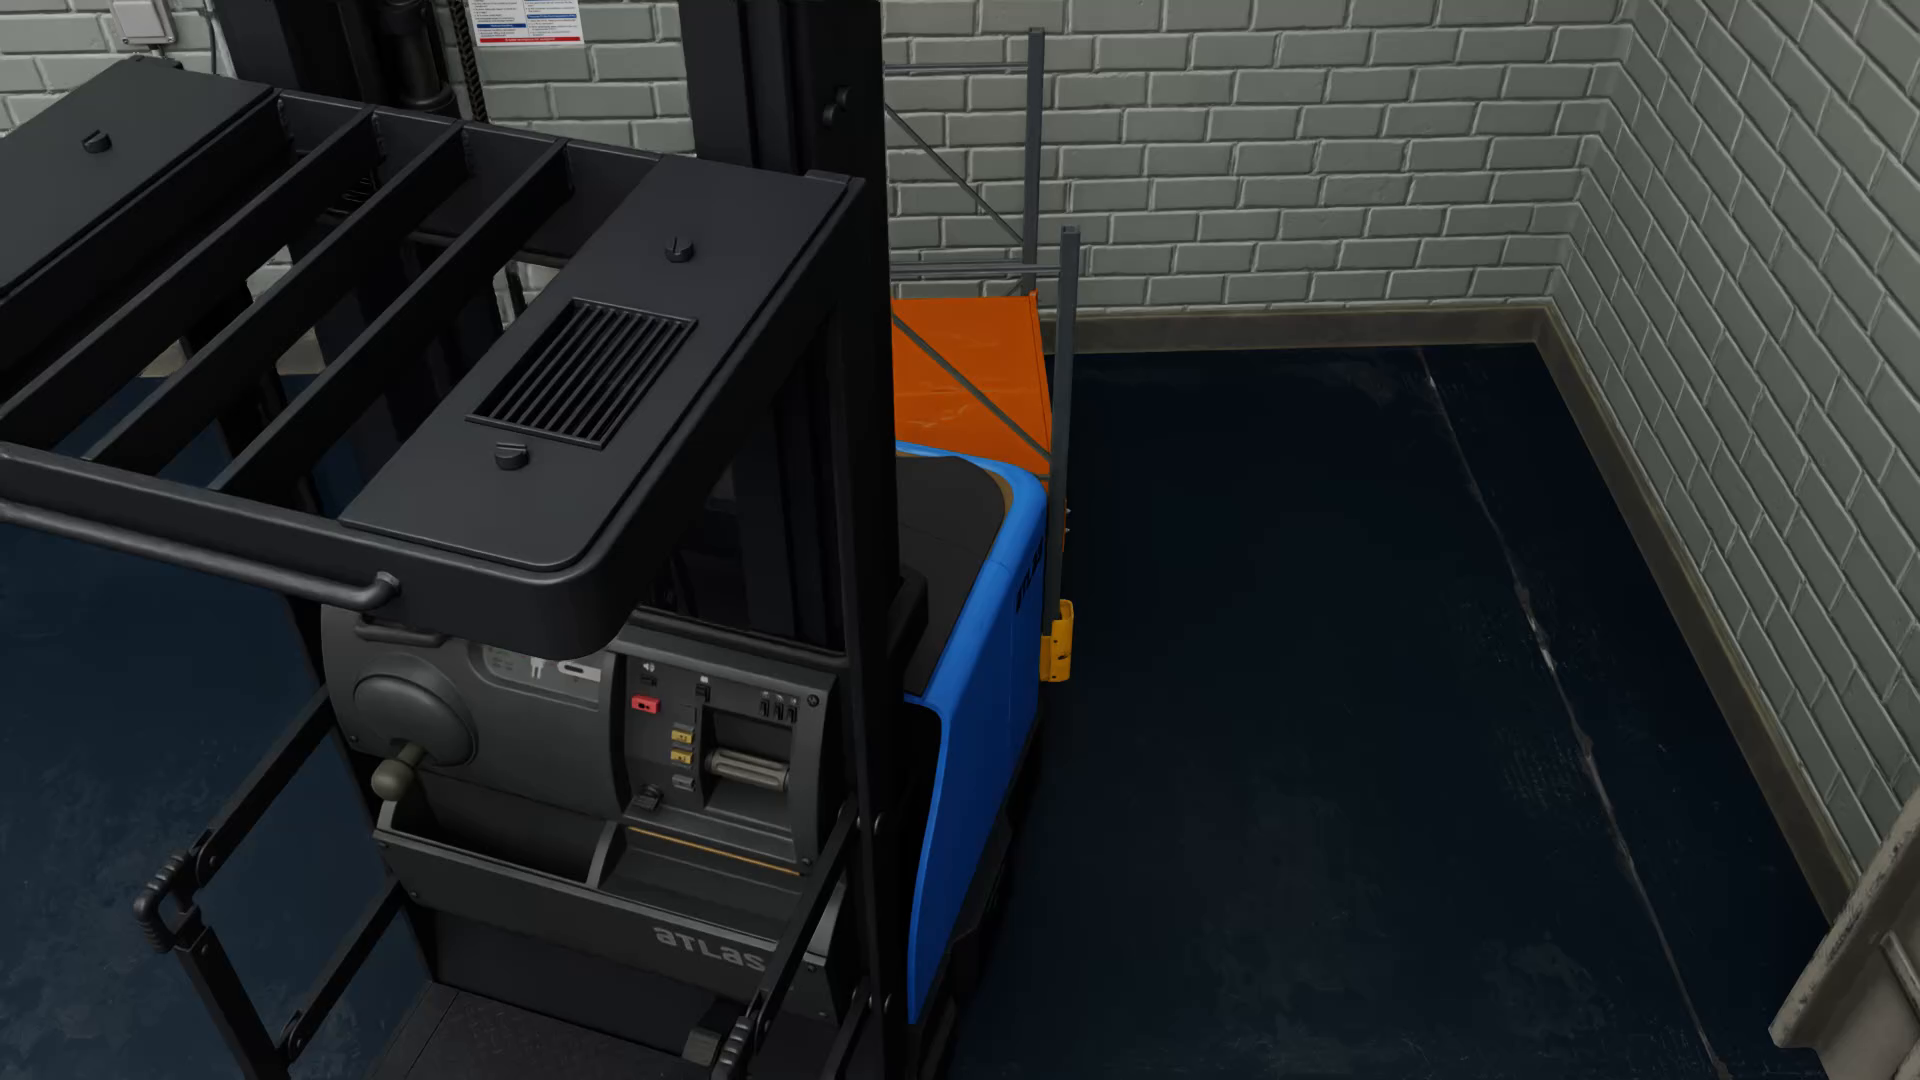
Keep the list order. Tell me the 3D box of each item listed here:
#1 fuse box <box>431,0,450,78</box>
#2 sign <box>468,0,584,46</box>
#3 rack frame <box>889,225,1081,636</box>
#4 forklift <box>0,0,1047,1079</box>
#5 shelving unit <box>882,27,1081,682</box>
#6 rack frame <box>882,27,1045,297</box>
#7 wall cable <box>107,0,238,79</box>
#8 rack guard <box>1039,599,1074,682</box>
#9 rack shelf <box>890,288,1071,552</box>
[{"bbox_3d":[-1.809,-1.115,5.200,0.539,1.711,0.414,-2,43,-2],"label":"fuse box"},{"bbox_3d":[-1.324,-1.709,4.965,0.329,0.494,0.001,-2,43,-2],"label":"sign"},{"bbox_3d":[0.025,-0.152,4.306,0.500,1.500,0.032,-2,43,-2],"label":"rack frame"},{"bbox_3d":[-0.724,0.394,2.651,1.130,2.935,3.031,12,44,13],"label":"forklift"},{"bbox_3d":[0.003,-0.501,4.687,0.587,1.500,1.083,-2,43,-2],"label":"shelving unit"},{"bbox_3d":[-0.018,-0.838,5.055,0.500,1.500,0.032,-2,43,-2],"label":"rack frame"},{"bbox_3d":[-2.497,-2.051,4.516,0.588,1.984,0.122,-2,43,-2],"label":"wall cable"},{"bbox_3d":[0.024,0.296,4.743,0.587,0.250,0.087,-2,43,-2],"label":"rack guard"},{"bbox_3d":[0.004,-0.363,4.802,0.538,0.185,1.000,-2,43,-2],"label":"rack shelf"}]
